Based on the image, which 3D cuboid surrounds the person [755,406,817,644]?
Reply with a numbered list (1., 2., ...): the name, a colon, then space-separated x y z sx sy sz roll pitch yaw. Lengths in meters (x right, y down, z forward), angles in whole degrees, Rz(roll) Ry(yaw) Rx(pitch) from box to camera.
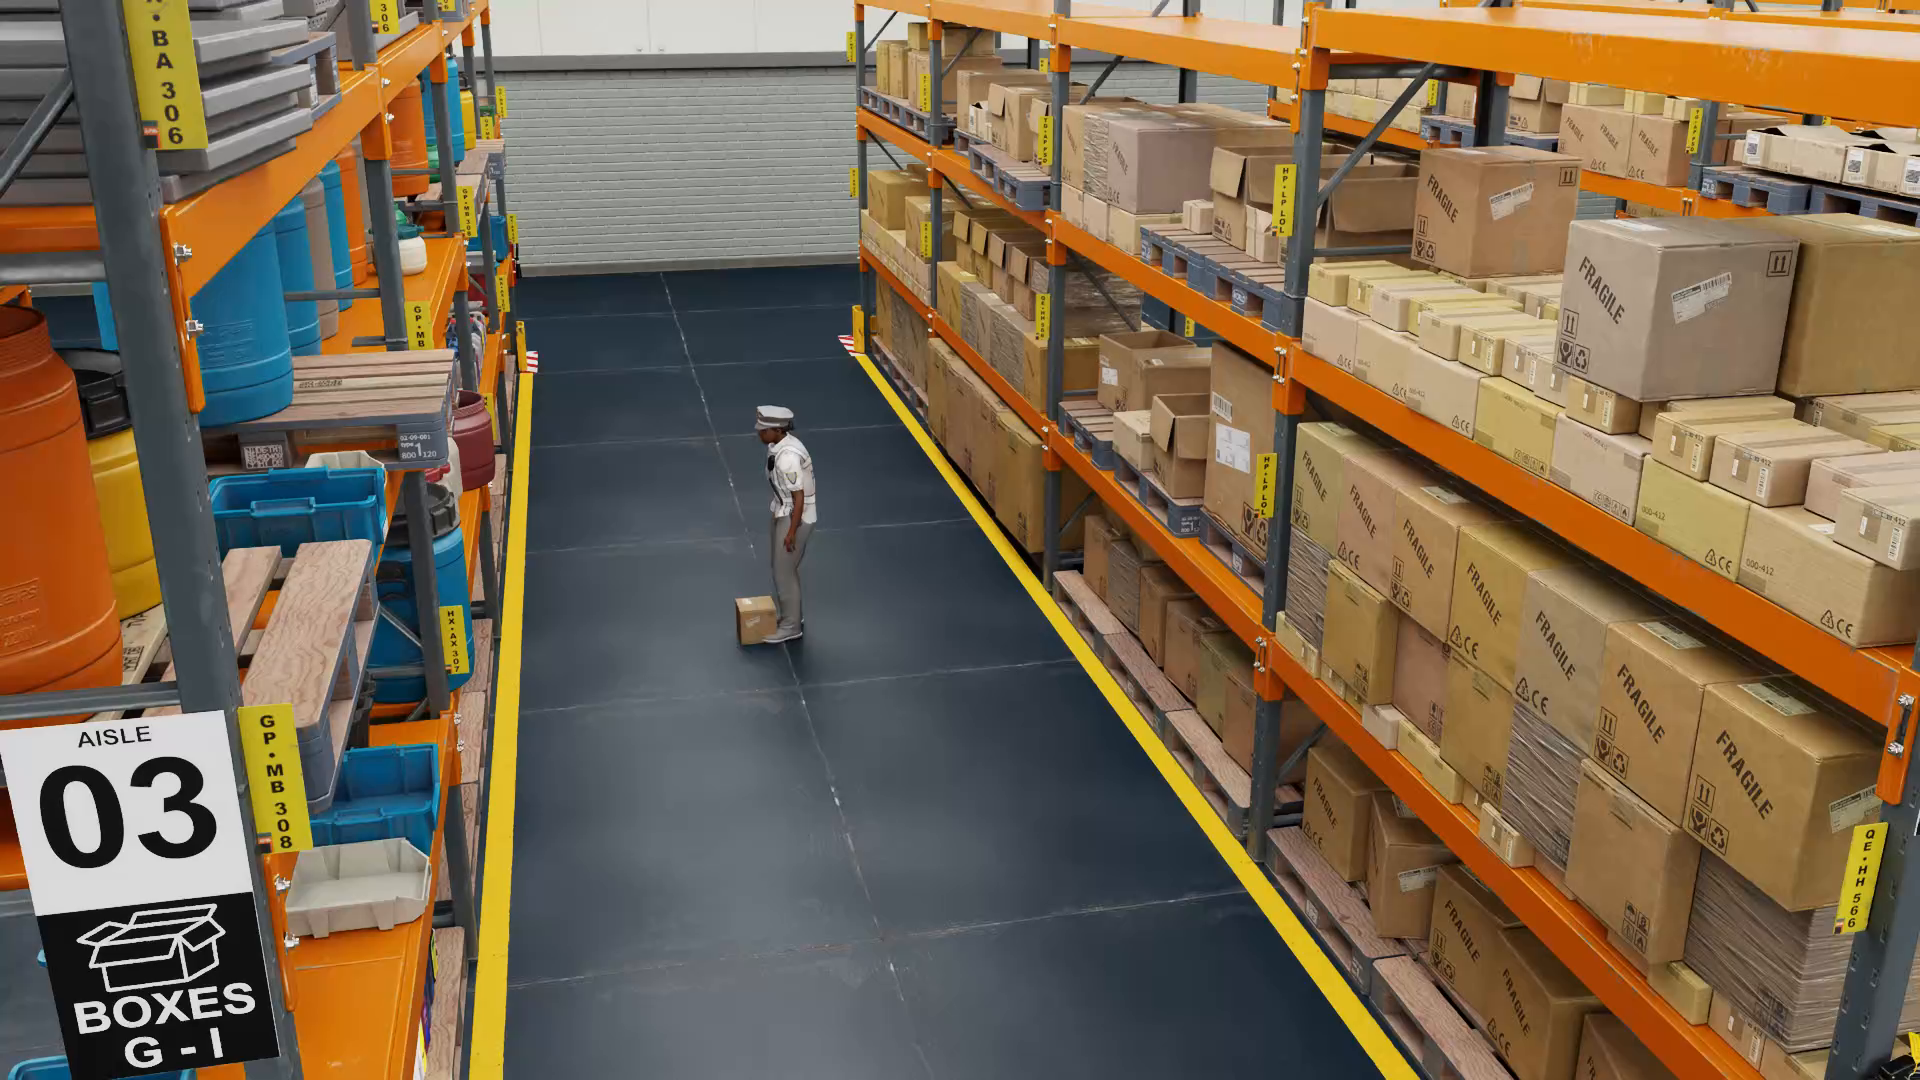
1. person: -1.206 -0.123 11.413 0.428 1.660 0.530 -6 21 -16
